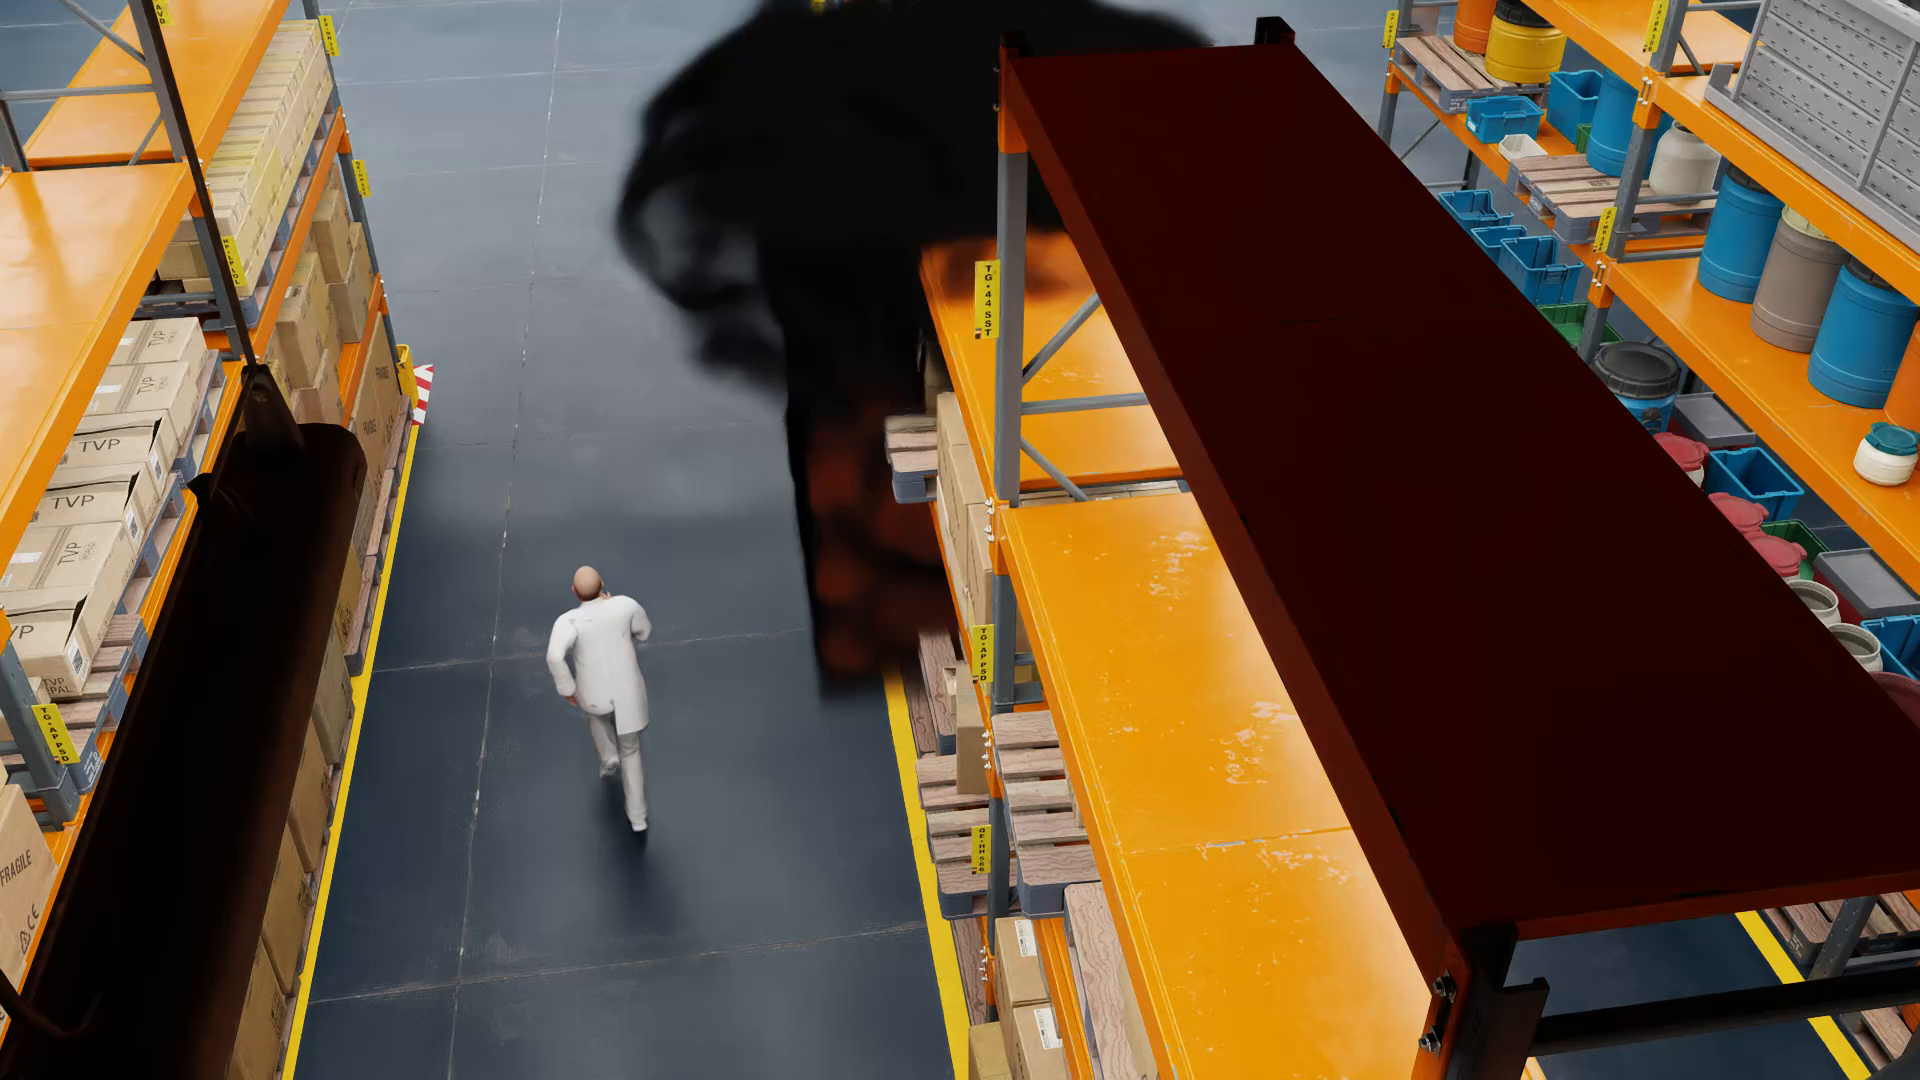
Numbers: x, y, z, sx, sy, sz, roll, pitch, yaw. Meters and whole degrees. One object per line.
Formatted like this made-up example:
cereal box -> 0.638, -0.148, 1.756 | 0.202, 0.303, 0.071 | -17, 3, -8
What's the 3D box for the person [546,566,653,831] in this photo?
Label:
person -> -2.233, 1.006, 10.618 | 0.693, 1.759, 1.005 | -11, 38, -15
